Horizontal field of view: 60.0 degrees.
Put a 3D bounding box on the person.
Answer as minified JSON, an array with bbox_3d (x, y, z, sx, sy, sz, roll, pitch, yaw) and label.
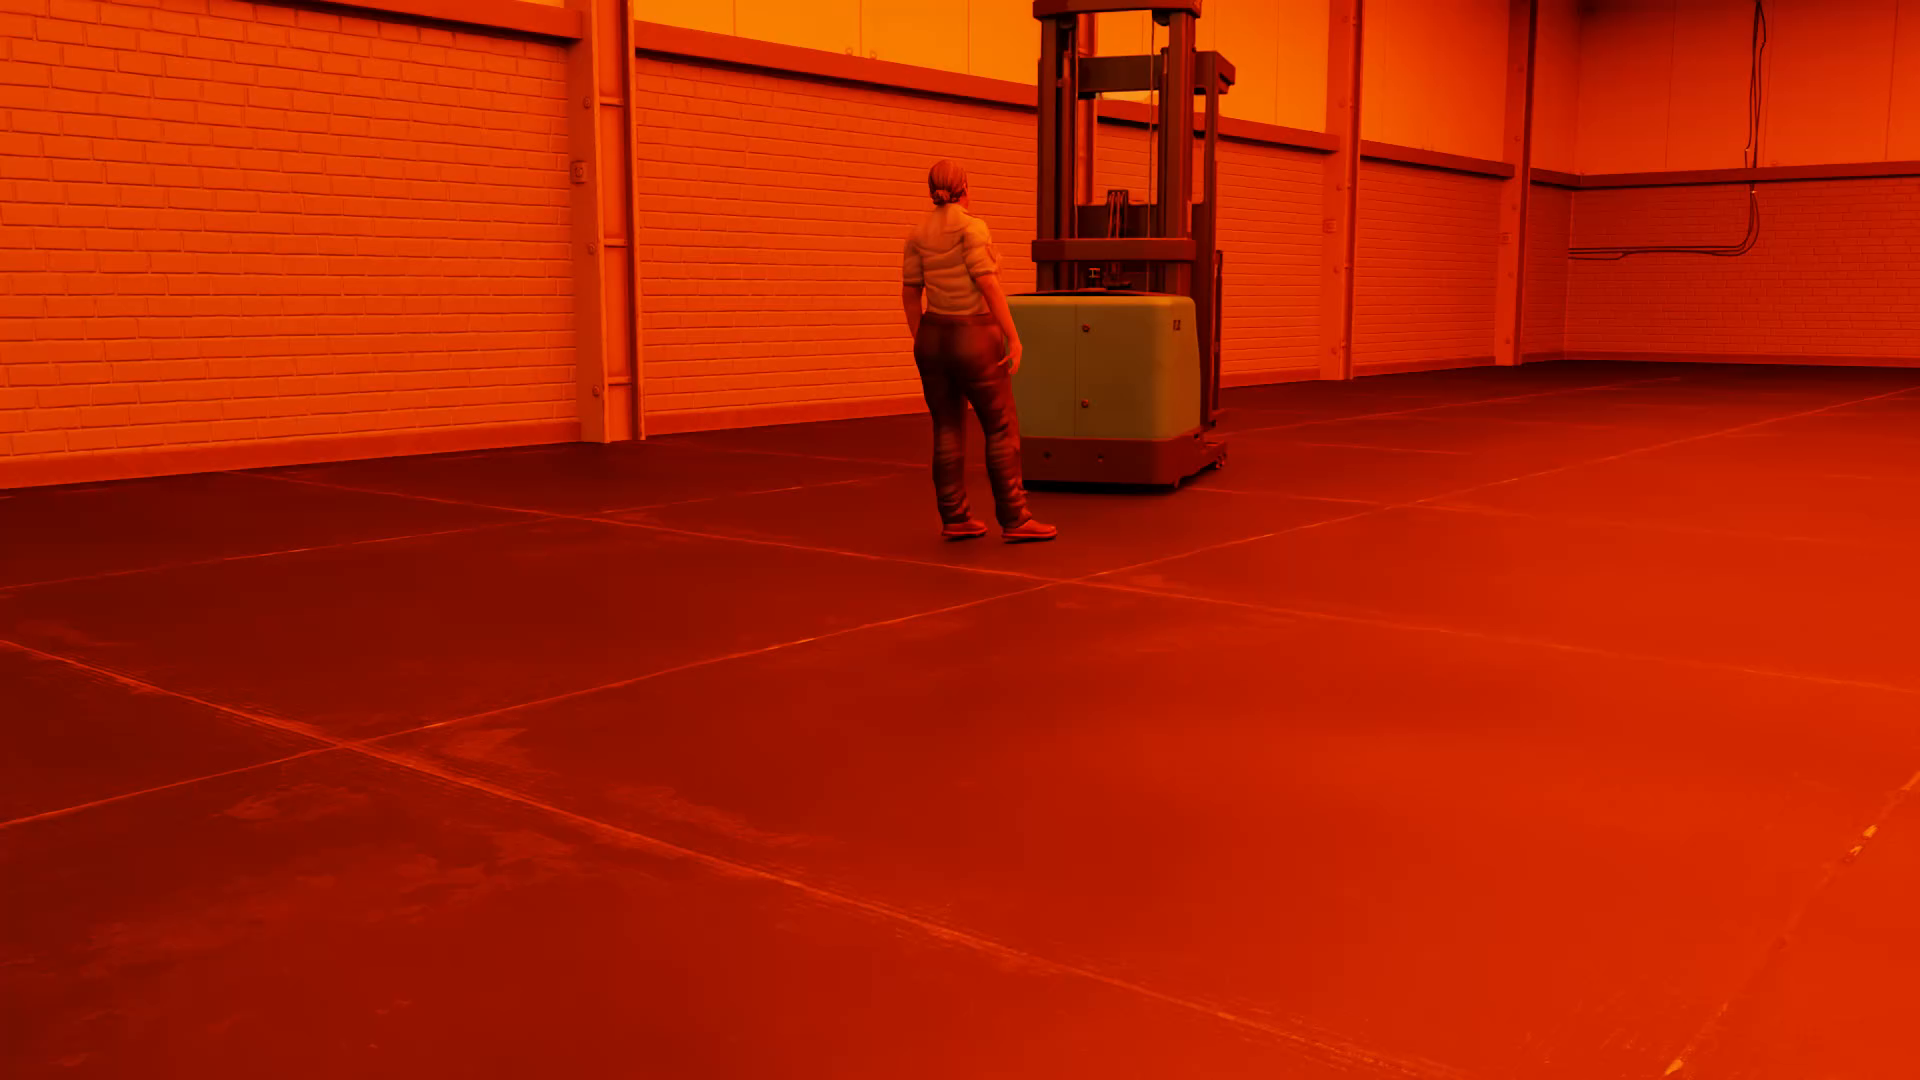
[{"bbox_3d":[0.075,-0.830,7.340,0.598,1.651,0.502,7,11,38],"label":"person"}]

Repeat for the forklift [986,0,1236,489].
[{"bbox_3d":[1.077,-1.905,10.300,1.130,2.935,3.031,3,9,17],"label":"forklift"}]
